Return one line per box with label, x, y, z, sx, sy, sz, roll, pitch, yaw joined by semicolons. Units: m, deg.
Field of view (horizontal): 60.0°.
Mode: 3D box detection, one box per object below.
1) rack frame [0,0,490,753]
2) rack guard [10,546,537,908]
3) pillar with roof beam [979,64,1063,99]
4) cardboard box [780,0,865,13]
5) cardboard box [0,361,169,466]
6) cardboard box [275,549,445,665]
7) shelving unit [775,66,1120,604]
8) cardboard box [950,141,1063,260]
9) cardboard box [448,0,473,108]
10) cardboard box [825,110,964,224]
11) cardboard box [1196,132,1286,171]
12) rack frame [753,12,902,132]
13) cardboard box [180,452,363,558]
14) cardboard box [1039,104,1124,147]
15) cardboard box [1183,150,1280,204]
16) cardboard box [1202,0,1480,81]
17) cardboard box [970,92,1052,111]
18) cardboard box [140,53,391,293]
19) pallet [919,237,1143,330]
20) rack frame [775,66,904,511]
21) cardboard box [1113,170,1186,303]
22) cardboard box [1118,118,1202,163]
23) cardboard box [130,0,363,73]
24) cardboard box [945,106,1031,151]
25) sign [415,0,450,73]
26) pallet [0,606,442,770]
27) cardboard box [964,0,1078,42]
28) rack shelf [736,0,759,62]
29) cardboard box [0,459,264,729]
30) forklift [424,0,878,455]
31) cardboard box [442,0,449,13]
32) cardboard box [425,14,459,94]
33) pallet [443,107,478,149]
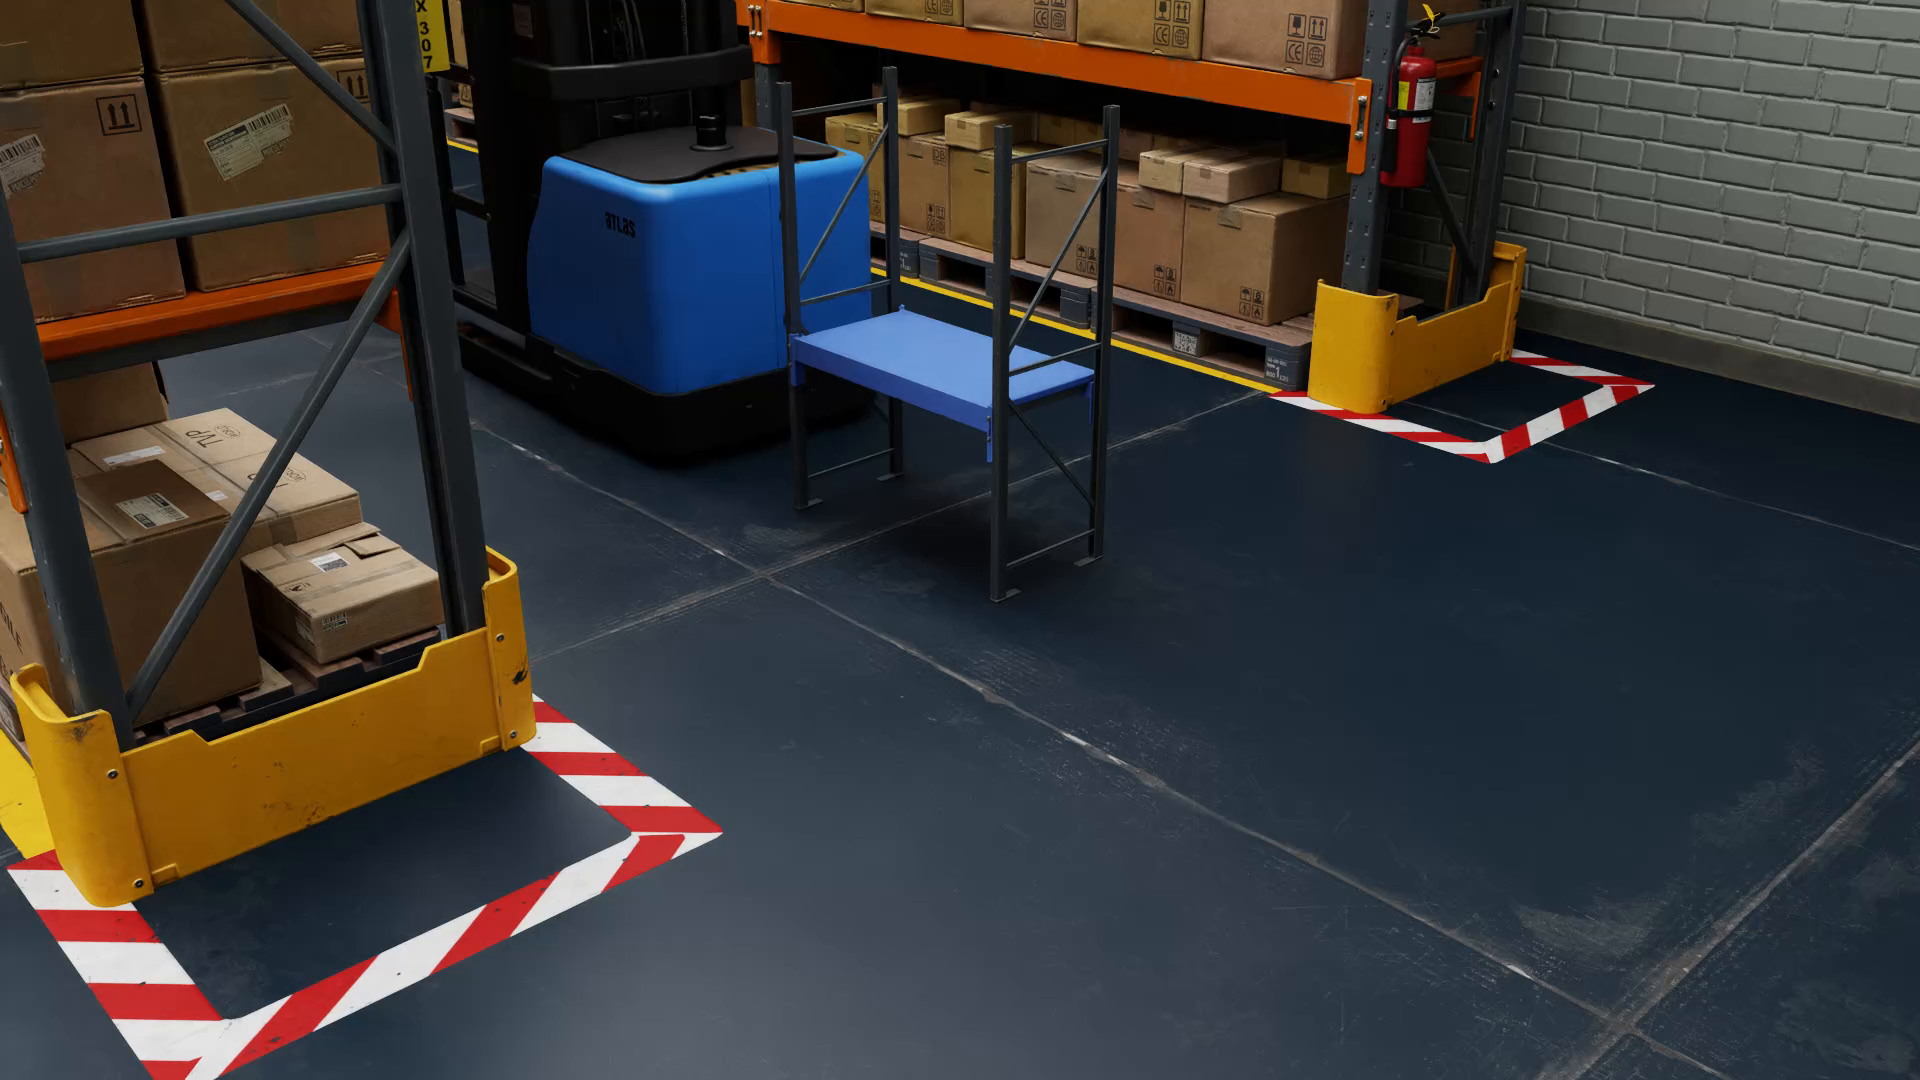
rack frame;-1.632;-0.692;3.652;1.000;3.000;0.127;-21;32;-38
rack guard;-1.684;0.423;4.222;1.175;0.500;0.348;-21;32;-38
pillar with roof beam;-2.785;-4.851;5.542;9.100;9.000;0.400;-21;32;-38
cardboard box;-0.393;-3.277;8.959;0.980;0.700;0.700;-21;32;-38
cardboard box;-3.078;-0.400;5.491;0.797;0.503;0.637;-21;32;-38
cardboard box;-1.667;0.181;4.644;0.380;0.149;0.250;-21;32;-38
shelving unit;-0.058;-0.708;5.495;0.538;1.500;1.048;-21;32;-38
cardboard box;0.374;-1.799;8.585;0.700;0.500;0.500;-20;31;-37
cardboard box;-3.079;-3.475;11.837;0.750;0.750;0.750;-22;32;-39
cardboard box;-0.316;-2.108;9.263;0.700;0.500;0.500;-21;32;-38
cardboard box;1.315;-1.803;7.812;0.380;0.149;0.250;-21;32;-38
rack frame;-0.752;-3.310;9.392;1.000;3.000;0.127;-21;32;-38
cardboard box;-2.138;-0.038;5.001;0.500;0.250;0.500;-21;32;-38
cardboard box;0.621;-2.110;8.485;0.380;0.149;0.250;-22;32;-39
cardboard box;1.209;-1.618;7.407;0.380;0.149;0.250;-22;32;-39
cardboard box;1.626;-2.386;7.005;0.980;0.700;0.700;-20;31;-36
cardboard box;0.272;-2.265;8.825;0.380;0.149;0.250;-23;33;-40
cardboard box;-1.743;-0.946;4.090;0.500;0.500;0.500;-20;32;-37
pallet;0.548;-1.419;8.606;1.003;0.211;1.213;-21;32;-38
rack frame;-0.406;-0.862;5.833;0.500;1.500;0.032;-21;32;-38
cardboard box;1.088;-1.487;7.902;0.700;0.500;0.500;-21;32;-39
cardboard box;0.970;-1.956;8.147;0.380;0.149;0.250;-21;32;-38
cardboard box;-1.743;-1.401;3.883;0.500;0.500;0.500;-20;31;-37
cardboard box;0.142;-2.090;8.441;0.380;0.149;0.250;-22;33;-40
sign;-1.236;-1.240;3.810;0.100;0.325;0.005;-21;32;-38
pallet;-2.229;0.313;4.810;1.003;0.211;1.213;-21;32;-38
cardboard box;0.606;-2.837;7.994;0.700;0.700;0.980;22;32;39
rack shelf;-2.119;-3.589;10.869;1.077;0.370;4.000;-21;32;-38
cardboard box;-2.183;0.151;4.288;0.500;0.500;0.500;-21;32;-38
forklift;-1.673;-2.189;7.018;1.130;2.935;3.031;-19;31;-36
cardboard box;-4.360;-4.320;13.183;0.500;0.250;0.500;-20;32;-38
cardboard box;-4.016;-3.788;12.921;0.700;0.500;0.500;-21;32;-38
pallet;-3.002;-2.993;12.056;1.003;0.211;1.213;-21;32;-38
